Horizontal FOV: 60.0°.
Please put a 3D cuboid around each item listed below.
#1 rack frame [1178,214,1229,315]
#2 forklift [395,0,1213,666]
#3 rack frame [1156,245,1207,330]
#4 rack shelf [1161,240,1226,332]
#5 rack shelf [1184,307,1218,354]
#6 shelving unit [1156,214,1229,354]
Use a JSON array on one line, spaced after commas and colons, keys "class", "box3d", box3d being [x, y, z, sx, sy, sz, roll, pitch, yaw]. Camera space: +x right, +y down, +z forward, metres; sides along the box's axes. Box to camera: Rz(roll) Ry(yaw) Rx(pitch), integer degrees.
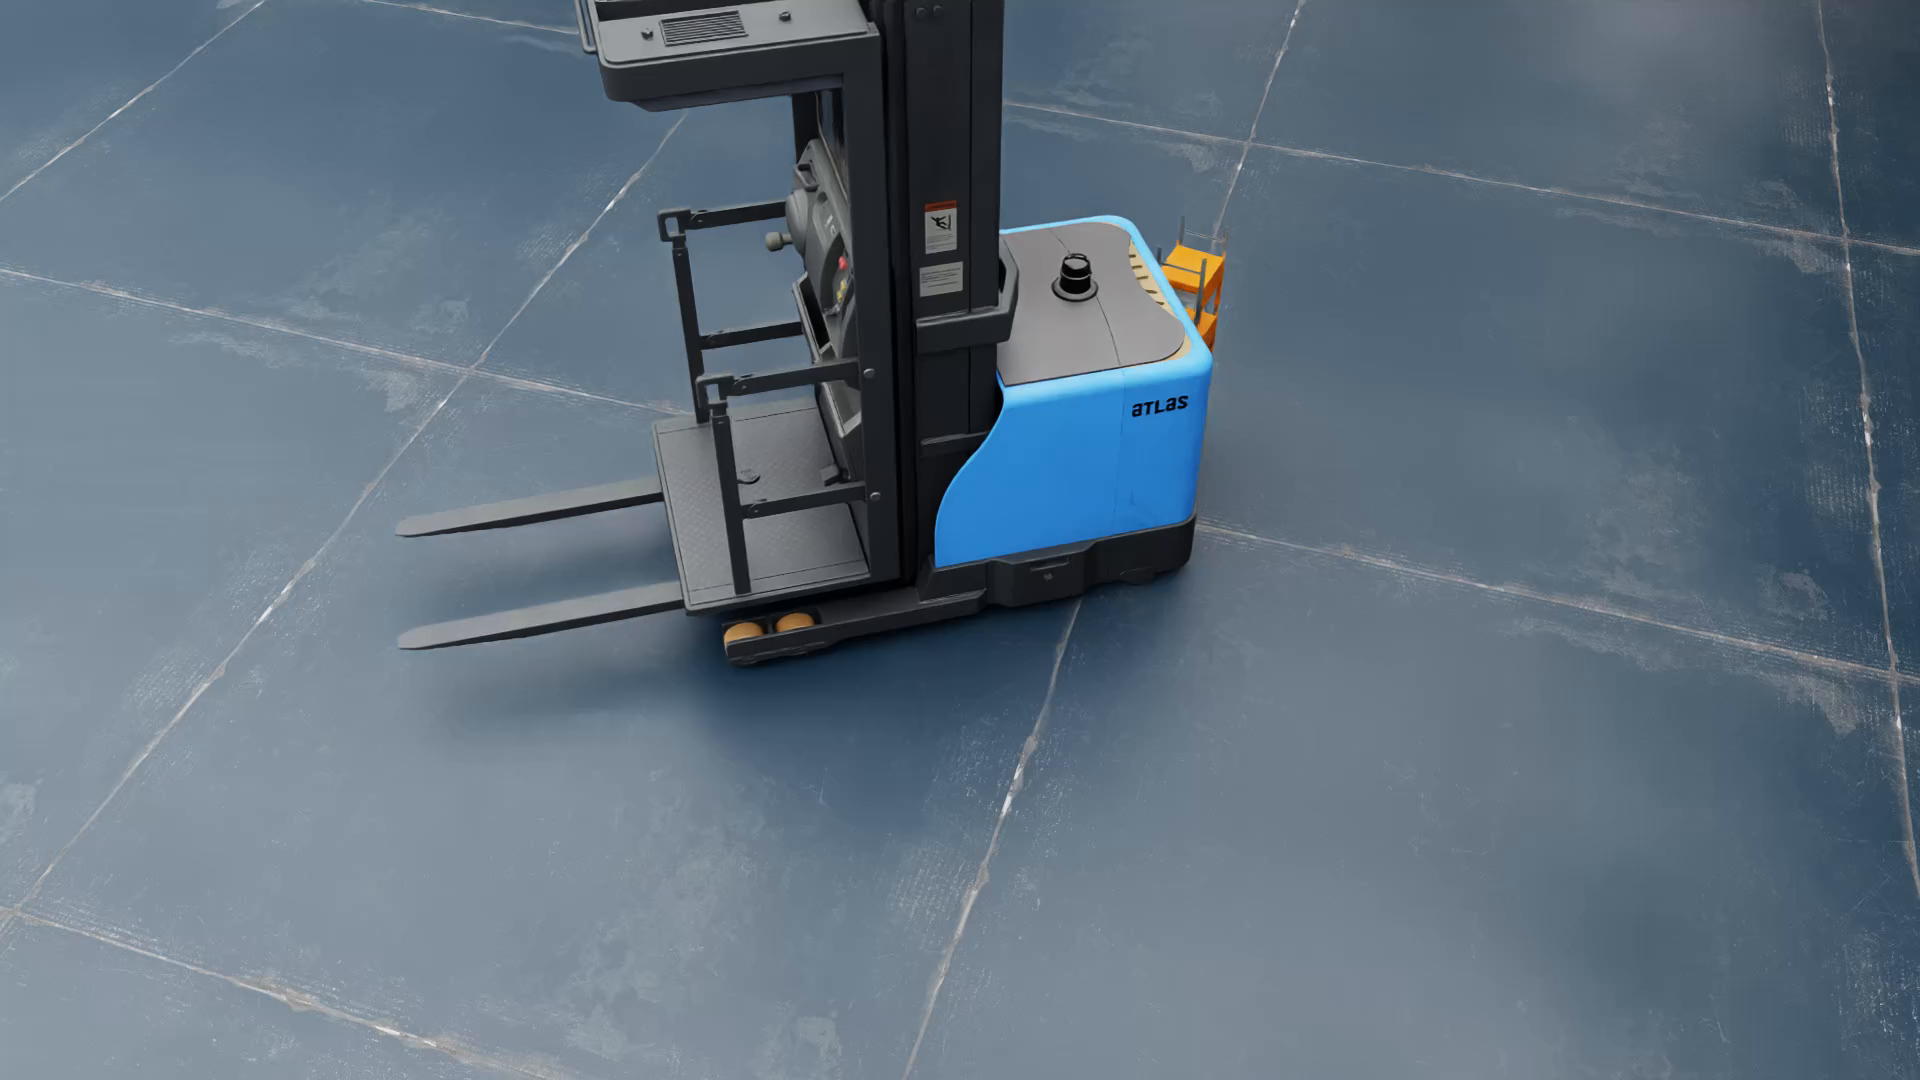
[{"class": "rack frame", "box3d": [0.962, -0.879, 6.898, 0.200, 1.050, 0.008, 19, 48, 19]}, {"class": "forklift", "box3d": [-0.657, -0.988, 5.664, 3.031, 2.935, 1.130, -10, 45, -10]}, {"class": "rack frame", "box3d": [0.852, -0.727, 6.742, 0.200, 1.050, 0.008, 19, 48, 19]}, {"class": "rack shelf", "box3d": [0.907, -0.998, 6.629, 0.215, 0.259, 0.240, 19, 48, 19]}, {"class": "rack shelf", "box3d": [0.907, -0.795, 6.827, 0.215, 0.259, 0.240, 19, 48, 19]}, {"class": "shelving unit", "box3d": [0.907, -0.803, 6.820, 0.215, 1.050, 0.252, 19, 48, 19]}]
